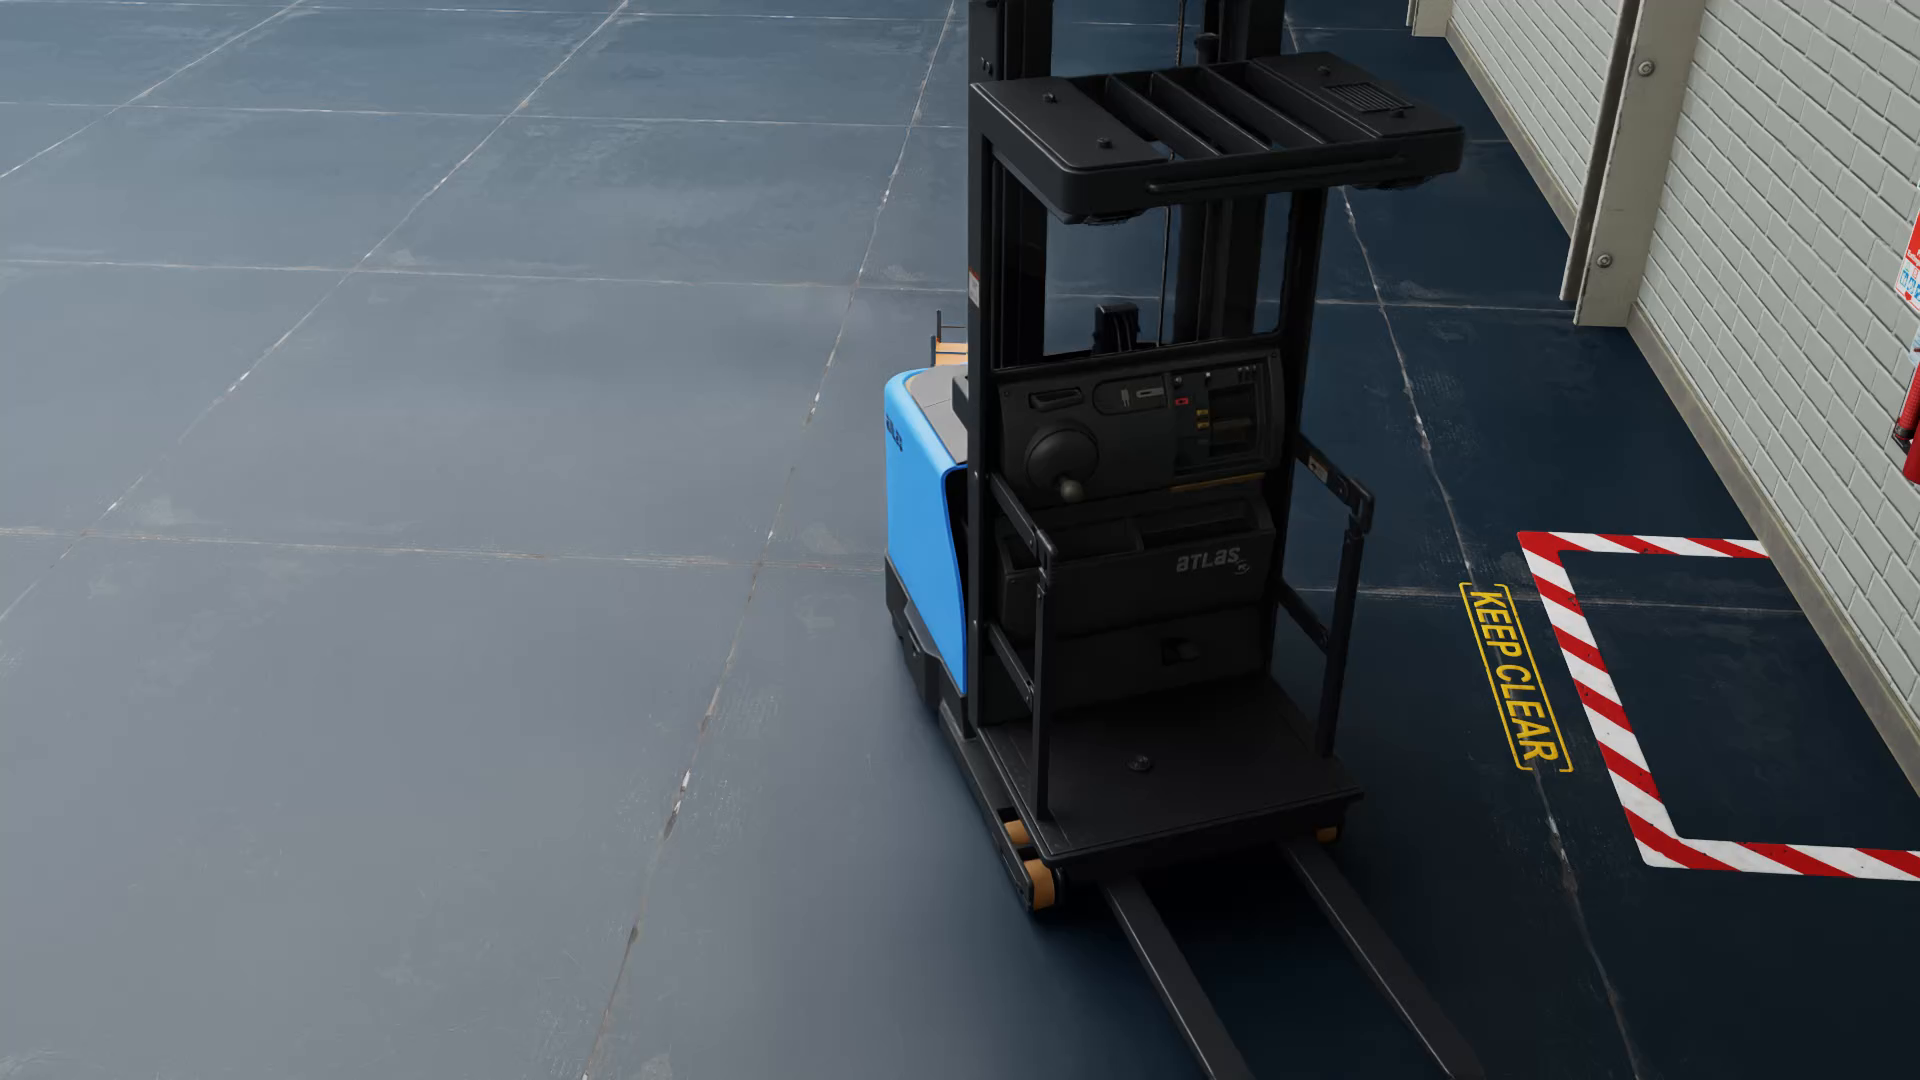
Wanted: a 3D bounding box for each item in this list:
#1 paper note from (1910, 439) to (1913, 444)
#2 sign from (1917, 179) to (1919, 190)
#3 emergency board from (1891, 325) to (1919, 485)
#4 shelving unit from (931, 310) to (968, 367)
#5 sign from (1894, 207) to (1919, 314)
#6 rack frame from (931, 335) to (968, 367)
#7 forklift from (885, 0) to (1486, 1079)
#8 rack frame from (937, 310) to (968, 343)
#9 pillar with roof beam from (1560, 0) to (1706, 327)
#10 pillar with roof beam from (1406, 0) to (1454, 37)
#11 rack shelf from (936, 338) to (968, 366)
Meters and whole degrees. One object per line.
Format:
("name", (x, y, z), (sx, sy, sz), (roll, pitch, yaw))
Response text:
("paper note", (3.399, -0.427, 5.923), (0.016, 0.148, 0.142), (2, 32, 4))
("sign", (3.454, -1.236, 5.857), (0.001, 0.109, 0.331), (2, 32, 4))
("emergency board", (3.315, -0.712, 5.547), (0.194, 1.169, 0.643), (2, 32, 4))
("shelving unit", (-0.004, -0.419, 6.929), (0.215, 1.050, 0.252), (2, 32, 4))
("sign", (3.463, -1.012, 6.000), (0.001, 0.329, 0.234), (2, 32, 4))
("rack frame", (-0.014, -0.355, 6.826), (0.200, 1.050, 0.008), (2, 32, 4))
("forklift", (0.635, -0.300, 4.944), (1.130, 2.935, 3.031), (-9, 33, -15))
("rack frame", (0.006, -0.483, 7.033), (0.200, 1.050, 0.008), (2, 32, 4))
("pillar with roof beam", (-0.726, -5.297, 7.268), (9.100, 9.000, 0.400), (2, 32, 4))
("pillar with roof beam", (-0.238, -8.434, 12.359), (9.100, 9.000, 0.400), (2, 32, 4))
("rack shelf", (-0.004, -0.652, 6.786), (0.215, 0.259, 0.240), (2, 32, 4))
